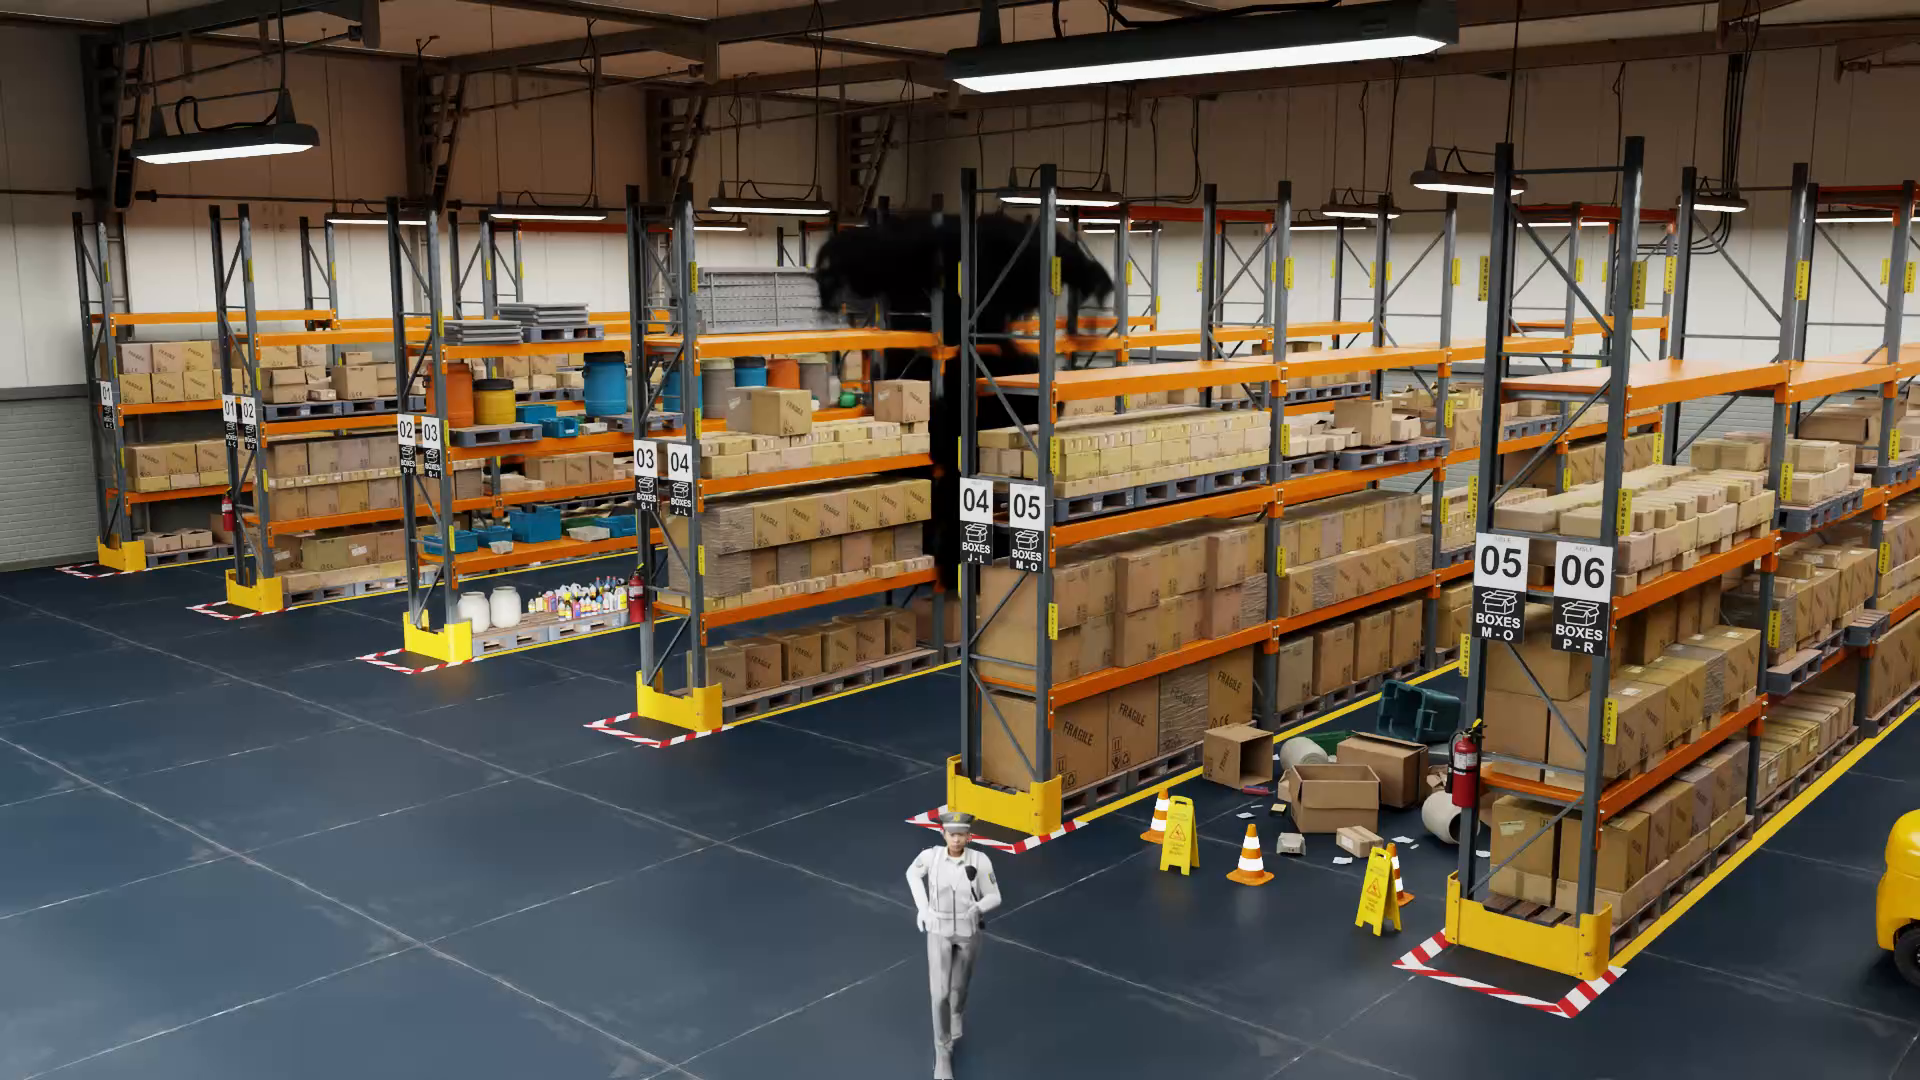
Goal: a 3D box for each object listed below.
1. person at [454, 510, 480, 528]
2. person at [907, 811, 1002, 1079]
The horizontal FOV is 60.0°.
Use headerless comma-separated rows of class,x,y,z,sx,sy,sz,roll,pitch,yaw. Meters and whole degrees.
person,-9.044,-0.712,30.225,0.686,1.789,1.030,8,12,39
person,-0.035,2.572,10.782,0.597,1.755,0.770,-1,10,-5
